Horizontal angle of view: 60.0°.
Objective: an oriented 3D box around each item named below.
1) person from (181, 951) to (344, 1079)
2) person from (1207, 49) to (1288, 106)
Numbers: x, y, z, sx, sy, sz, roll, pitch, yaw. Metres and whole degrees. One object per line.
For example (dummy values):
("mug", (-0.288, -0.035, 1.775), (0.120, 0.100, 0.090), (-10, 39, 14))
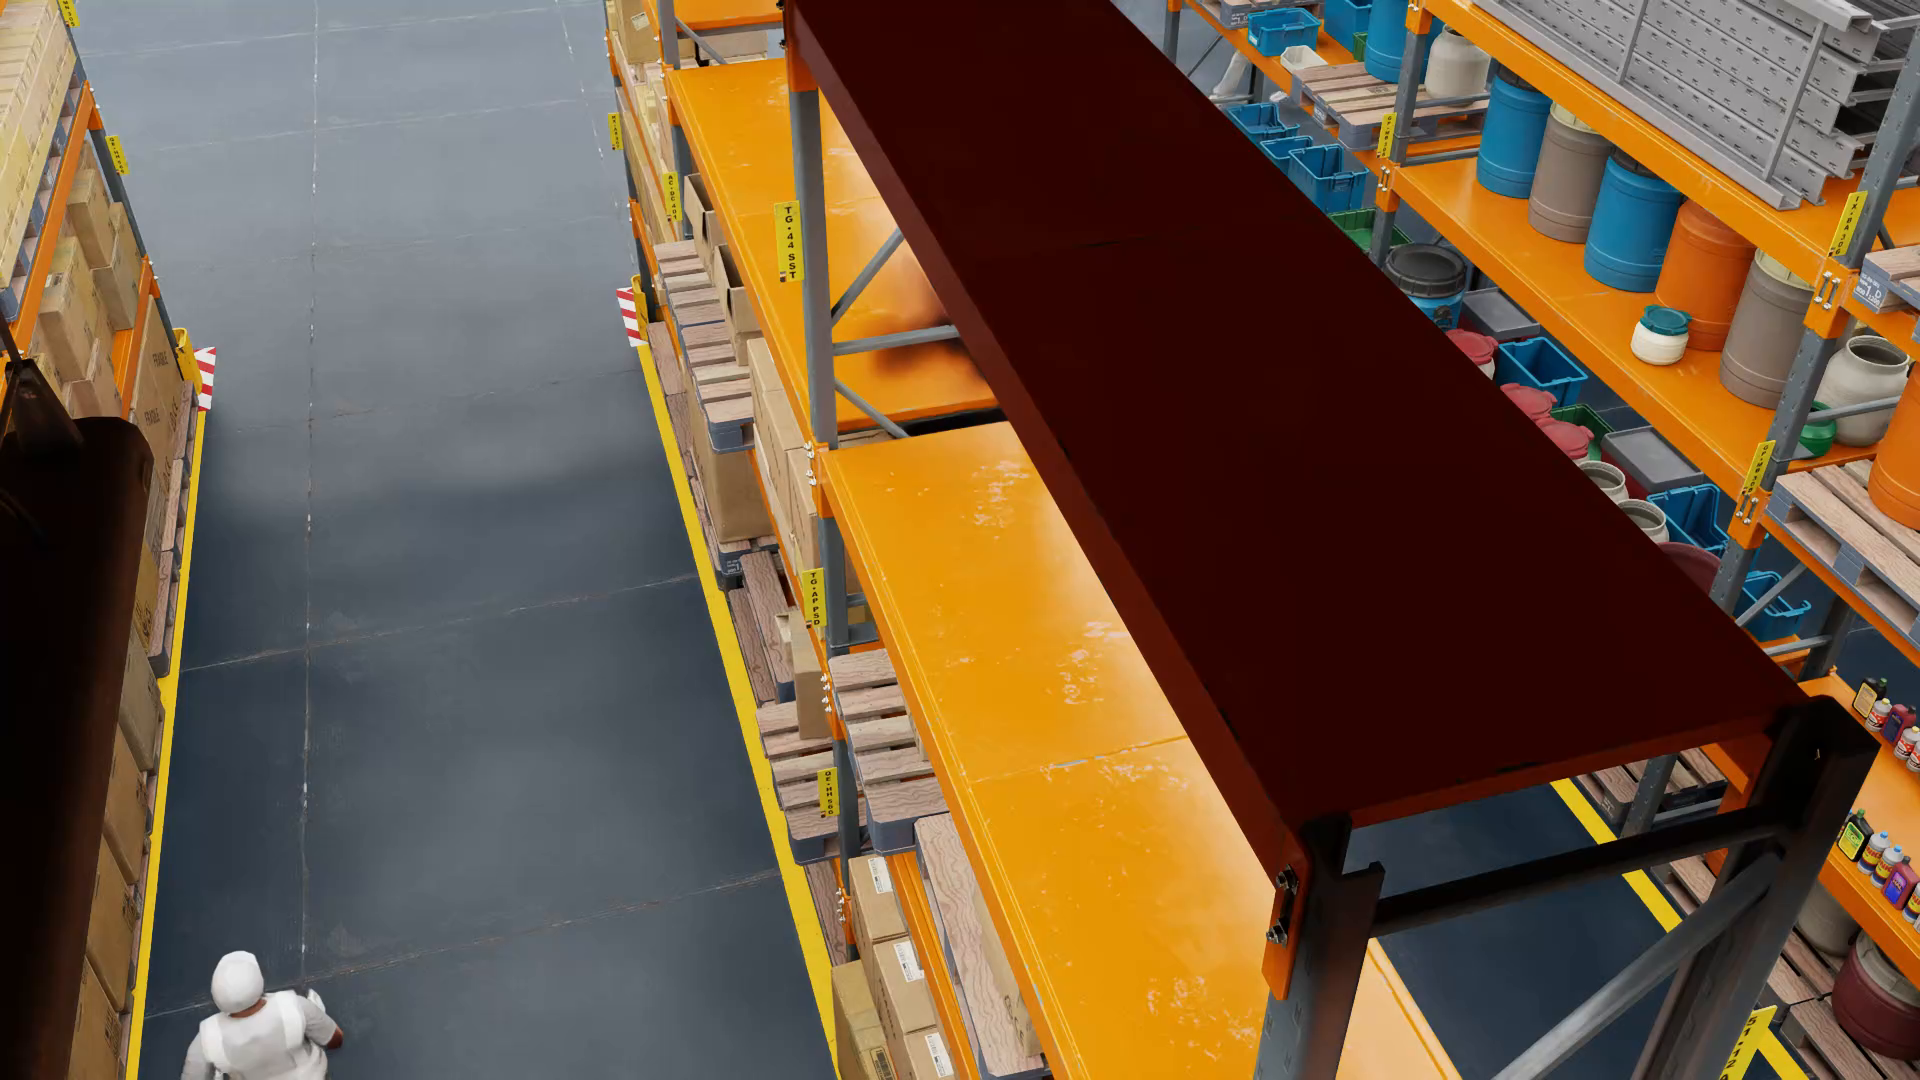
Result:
("person", (-3.157, 2.546, 7.727), (0.681, 1.782, 0.878), (-13, 40, -16))
("person", (3.312, -5.667, 18.517), (1.116, 1.758, 0.731), (7, 39, 8))
